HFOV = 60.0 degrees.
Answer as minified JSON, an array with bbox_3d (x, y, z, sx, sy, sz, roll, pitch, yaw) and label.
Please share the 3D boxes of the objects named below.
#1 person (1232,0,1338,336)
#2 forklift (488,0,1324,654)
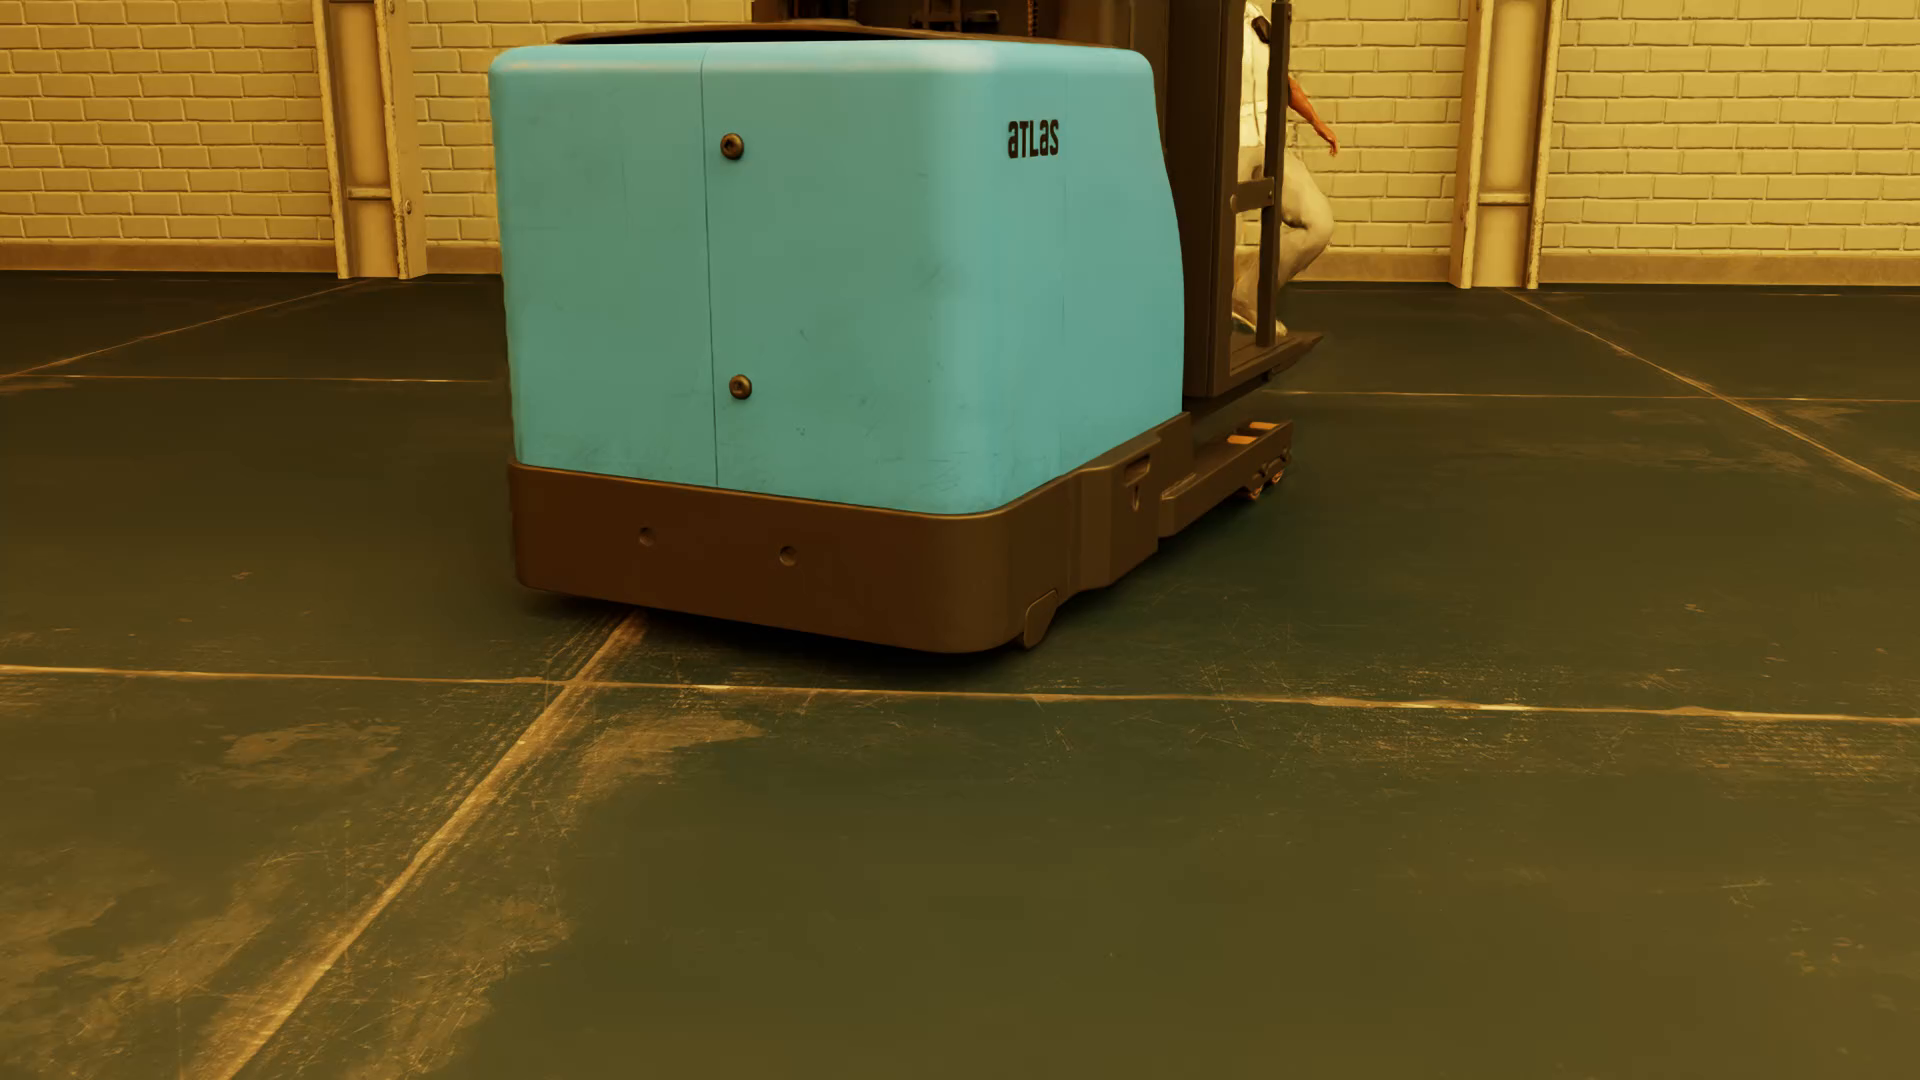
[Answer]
[{"bbox_3d":[1.073,-1.482,6.312,0.725,1.543,0.592,-9,17,-29],"label":"person"},{"bbox_3d":[0.225,-1.559,3.961,1.130,2.935,3.031,7,17,25],"label":"forklift"}]
